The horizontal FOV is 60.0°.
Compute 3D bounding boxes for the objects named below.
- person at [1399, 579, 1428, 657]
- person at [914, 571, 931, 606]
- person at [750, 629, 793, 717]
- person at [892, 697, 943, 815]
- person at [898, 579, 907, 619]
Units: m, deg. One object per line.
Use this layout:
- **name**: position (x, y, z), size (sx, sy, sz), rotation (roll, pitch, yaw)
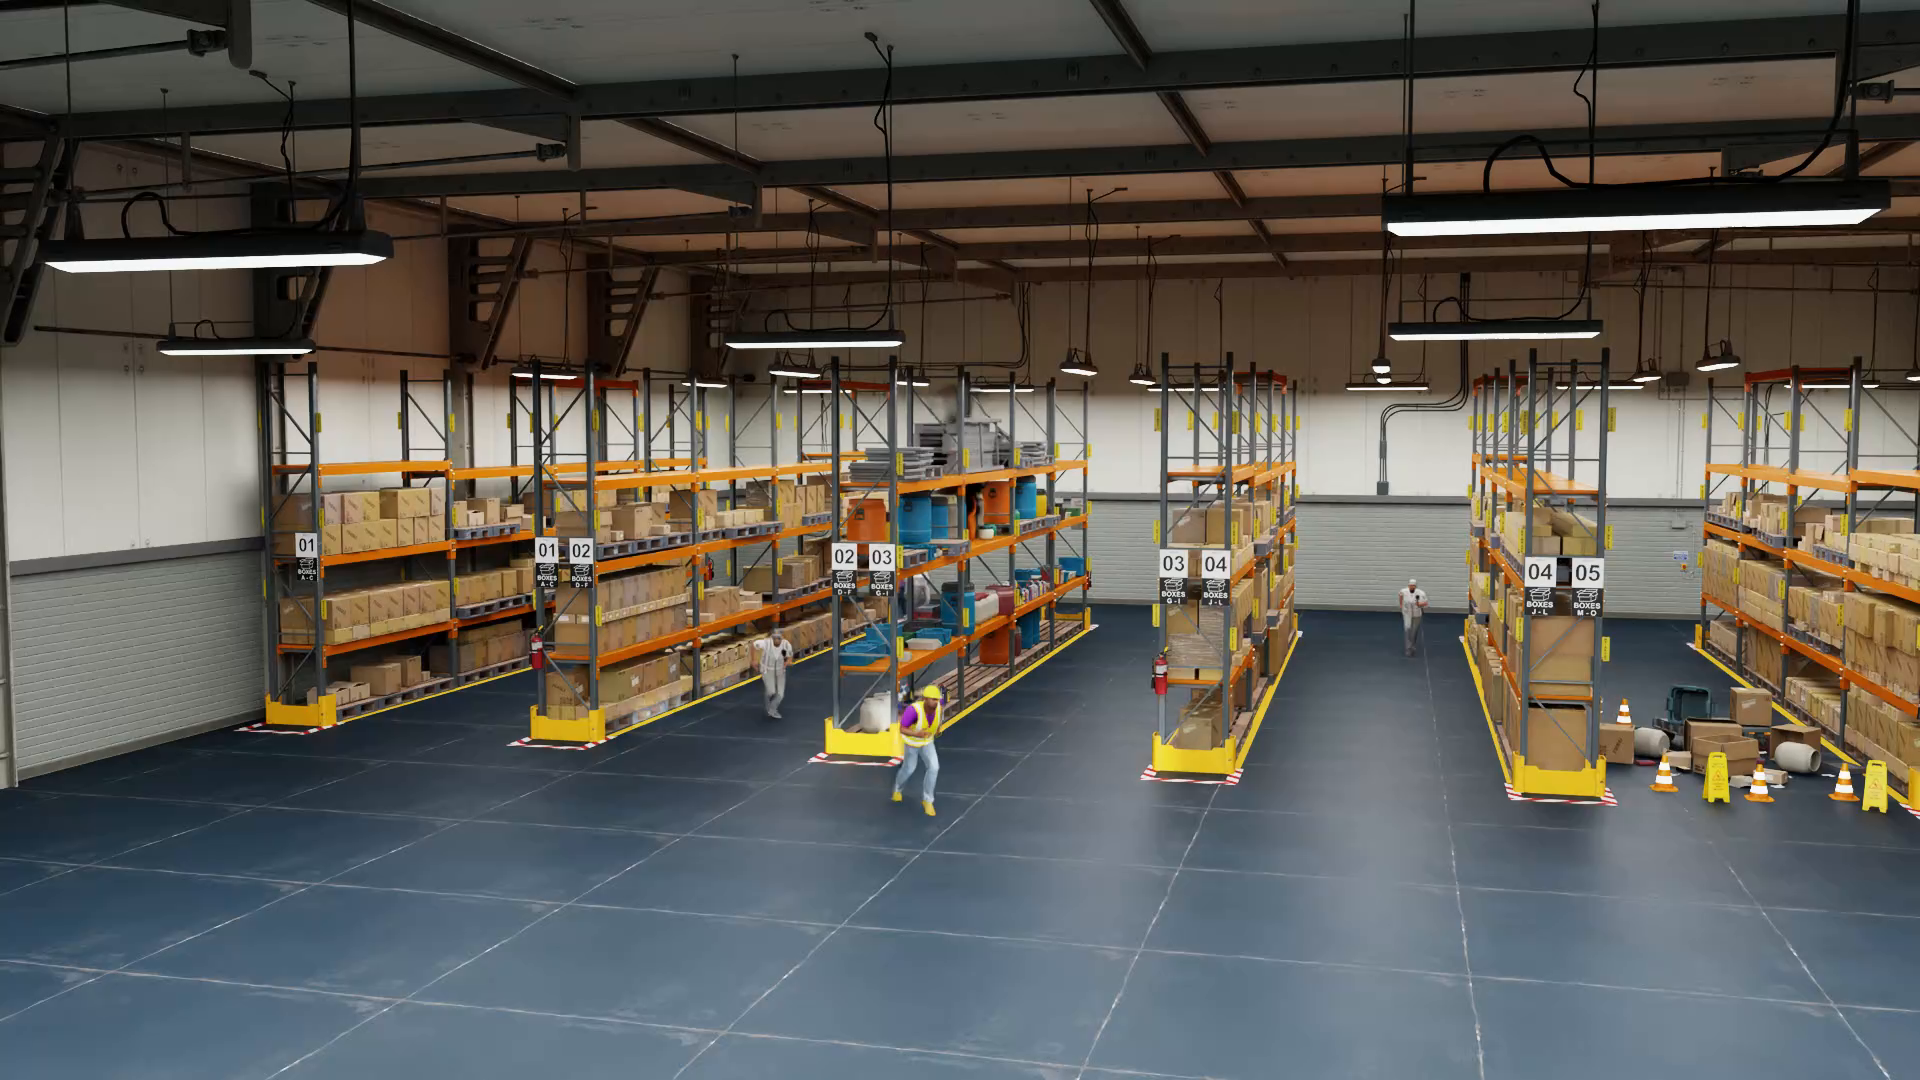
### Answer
- **person**: position (9.816, 1.668, 36.057), size (0.602, 1.674, 0.912), rotation (1, 4, 13)
- **person**: position (-0.981, 1.167, 42.007), size (0.603, 1.687, 0.948), rotation (-2, 5, -30)
- **person**: position (-3.165, 2.250, 27.994), size (0.695, 1.572, 0.885), rotation (-1, 4, -17)
- **person**: position (-0.554, 2.705, 21.517), size (0.747, 1.676, 0.975), rotation (-3, 5, -35)
- **person**: position (-1.599, 1.220, 42.626), size (0.807, 1.581, 0.546), rotation (4, 6, 44)
